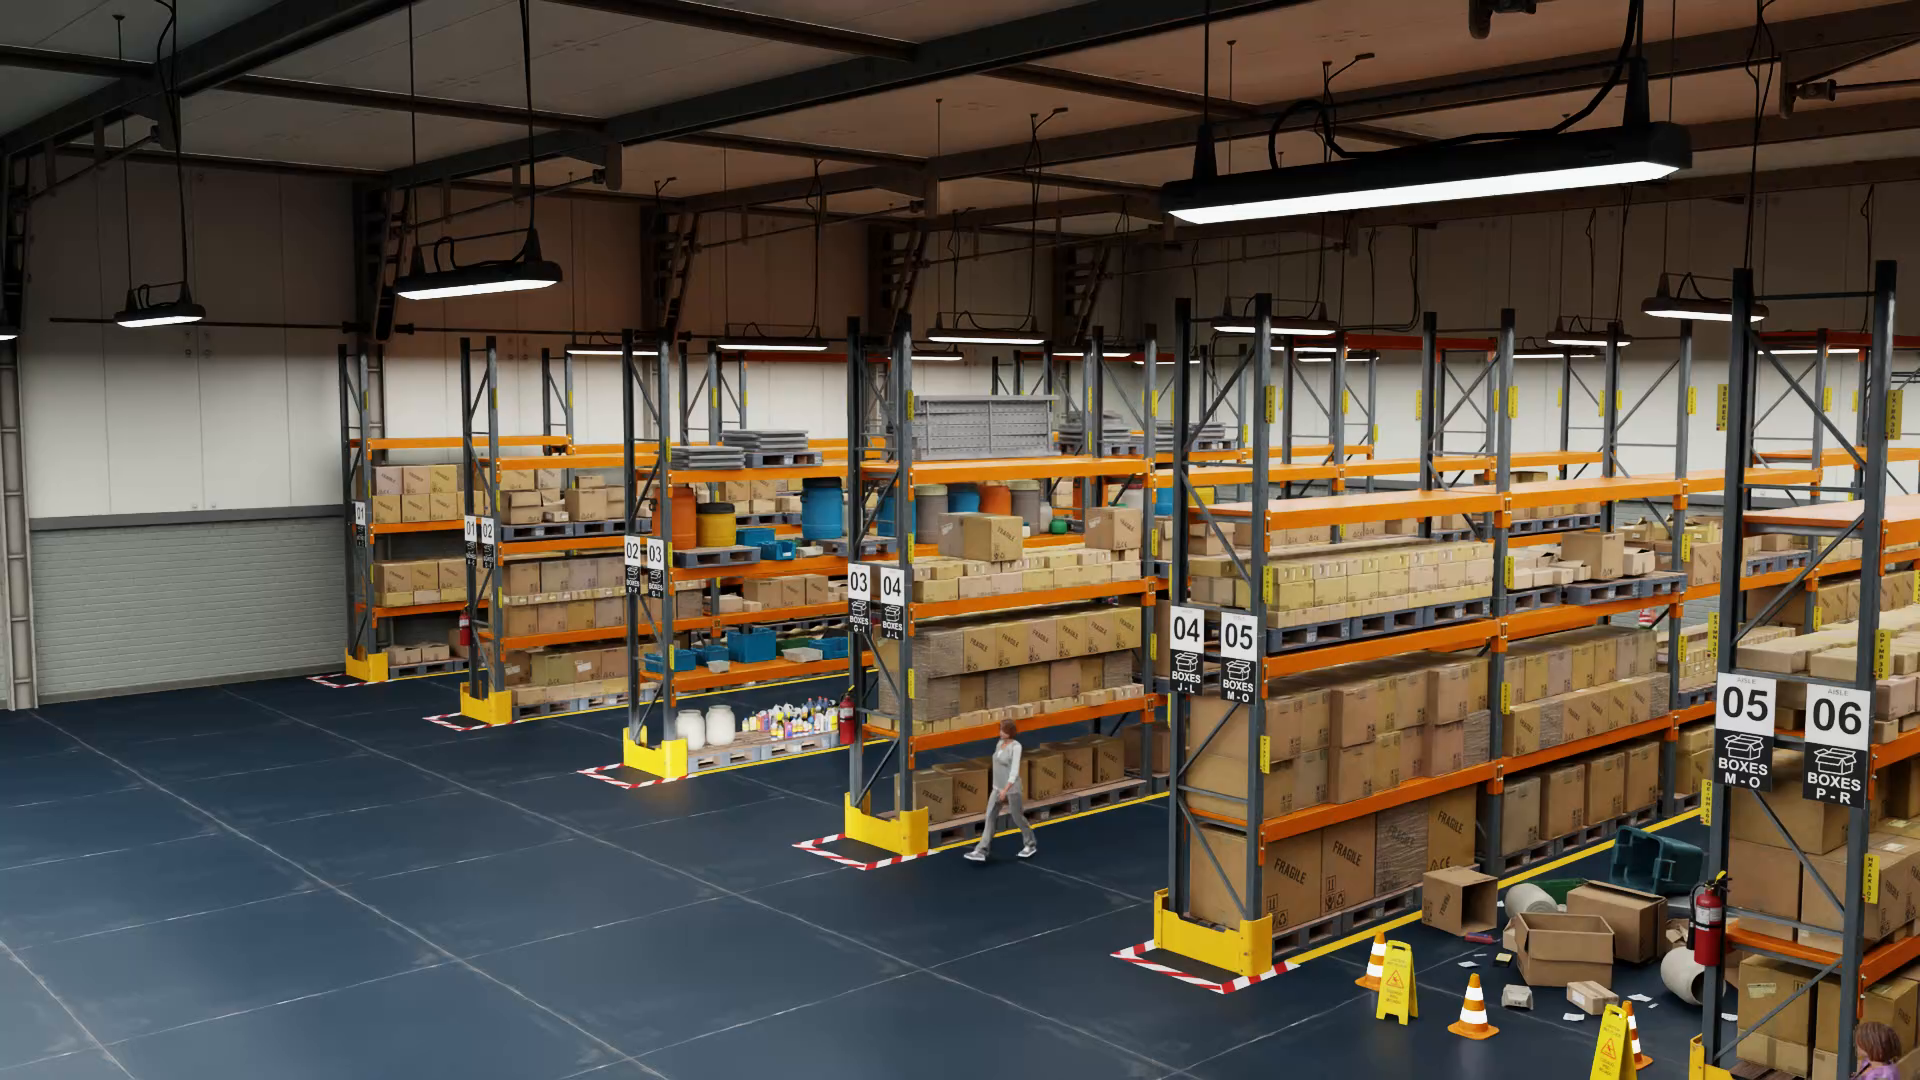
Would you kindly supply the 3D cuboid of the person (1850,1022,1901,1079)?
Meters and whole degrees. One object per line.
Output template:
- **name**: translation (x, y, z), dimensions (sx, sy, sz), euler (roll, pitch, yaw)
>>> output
- **person**: translation (5.273, 3.511, 9.456), dimensions (0.530, 1.586, 0.407), euler (1, 5, 10)

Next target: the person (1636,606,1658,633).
- **person**: translation (12.662, 1.558, 30.531), dimensions (1.046, 1.749, 0.517), euler (4, 6, 37)

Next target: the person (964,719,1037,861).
- **person**: translation (0.464, 2.741, 18.216), dimensions (0.919, 1.549, 0.435), euler (-4, 7, -38)
